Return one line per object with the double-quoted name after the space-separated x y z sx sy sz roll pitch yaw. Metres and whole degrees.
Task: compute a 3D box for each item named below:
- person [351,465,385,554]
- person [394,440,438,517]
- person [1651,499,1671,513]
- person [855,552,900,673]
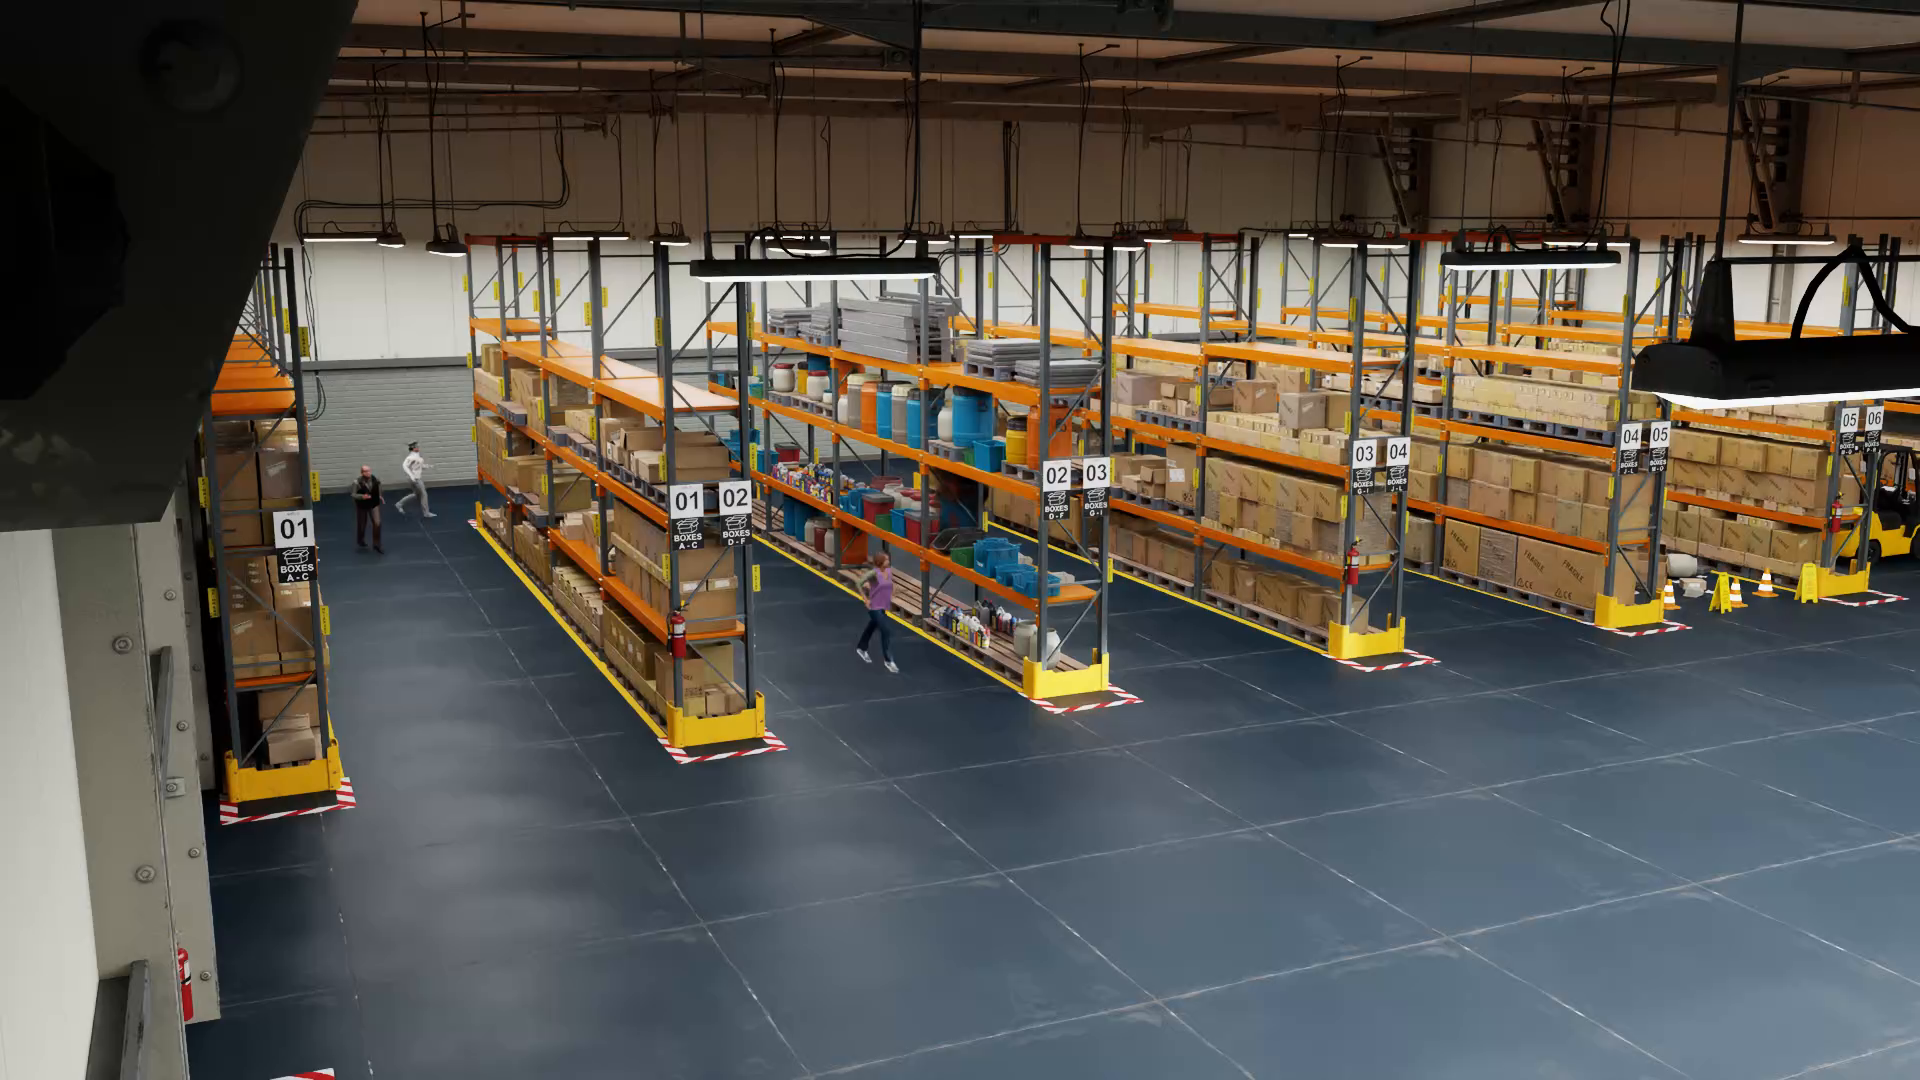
-11.356 -0.614 31.866 0.666 1.695 0.972 -8 13 -34 "person"
-11.606 -1.298 35.329 0.873 1.673 0.603 -3 11 -13 "person"
14.466 -0.973 33.911 0.599 1.618 0.528 -7 13 -34 "person"
-1.136 0.949 22.546 0.820 1.621 0.571 8 13 35 "person"
